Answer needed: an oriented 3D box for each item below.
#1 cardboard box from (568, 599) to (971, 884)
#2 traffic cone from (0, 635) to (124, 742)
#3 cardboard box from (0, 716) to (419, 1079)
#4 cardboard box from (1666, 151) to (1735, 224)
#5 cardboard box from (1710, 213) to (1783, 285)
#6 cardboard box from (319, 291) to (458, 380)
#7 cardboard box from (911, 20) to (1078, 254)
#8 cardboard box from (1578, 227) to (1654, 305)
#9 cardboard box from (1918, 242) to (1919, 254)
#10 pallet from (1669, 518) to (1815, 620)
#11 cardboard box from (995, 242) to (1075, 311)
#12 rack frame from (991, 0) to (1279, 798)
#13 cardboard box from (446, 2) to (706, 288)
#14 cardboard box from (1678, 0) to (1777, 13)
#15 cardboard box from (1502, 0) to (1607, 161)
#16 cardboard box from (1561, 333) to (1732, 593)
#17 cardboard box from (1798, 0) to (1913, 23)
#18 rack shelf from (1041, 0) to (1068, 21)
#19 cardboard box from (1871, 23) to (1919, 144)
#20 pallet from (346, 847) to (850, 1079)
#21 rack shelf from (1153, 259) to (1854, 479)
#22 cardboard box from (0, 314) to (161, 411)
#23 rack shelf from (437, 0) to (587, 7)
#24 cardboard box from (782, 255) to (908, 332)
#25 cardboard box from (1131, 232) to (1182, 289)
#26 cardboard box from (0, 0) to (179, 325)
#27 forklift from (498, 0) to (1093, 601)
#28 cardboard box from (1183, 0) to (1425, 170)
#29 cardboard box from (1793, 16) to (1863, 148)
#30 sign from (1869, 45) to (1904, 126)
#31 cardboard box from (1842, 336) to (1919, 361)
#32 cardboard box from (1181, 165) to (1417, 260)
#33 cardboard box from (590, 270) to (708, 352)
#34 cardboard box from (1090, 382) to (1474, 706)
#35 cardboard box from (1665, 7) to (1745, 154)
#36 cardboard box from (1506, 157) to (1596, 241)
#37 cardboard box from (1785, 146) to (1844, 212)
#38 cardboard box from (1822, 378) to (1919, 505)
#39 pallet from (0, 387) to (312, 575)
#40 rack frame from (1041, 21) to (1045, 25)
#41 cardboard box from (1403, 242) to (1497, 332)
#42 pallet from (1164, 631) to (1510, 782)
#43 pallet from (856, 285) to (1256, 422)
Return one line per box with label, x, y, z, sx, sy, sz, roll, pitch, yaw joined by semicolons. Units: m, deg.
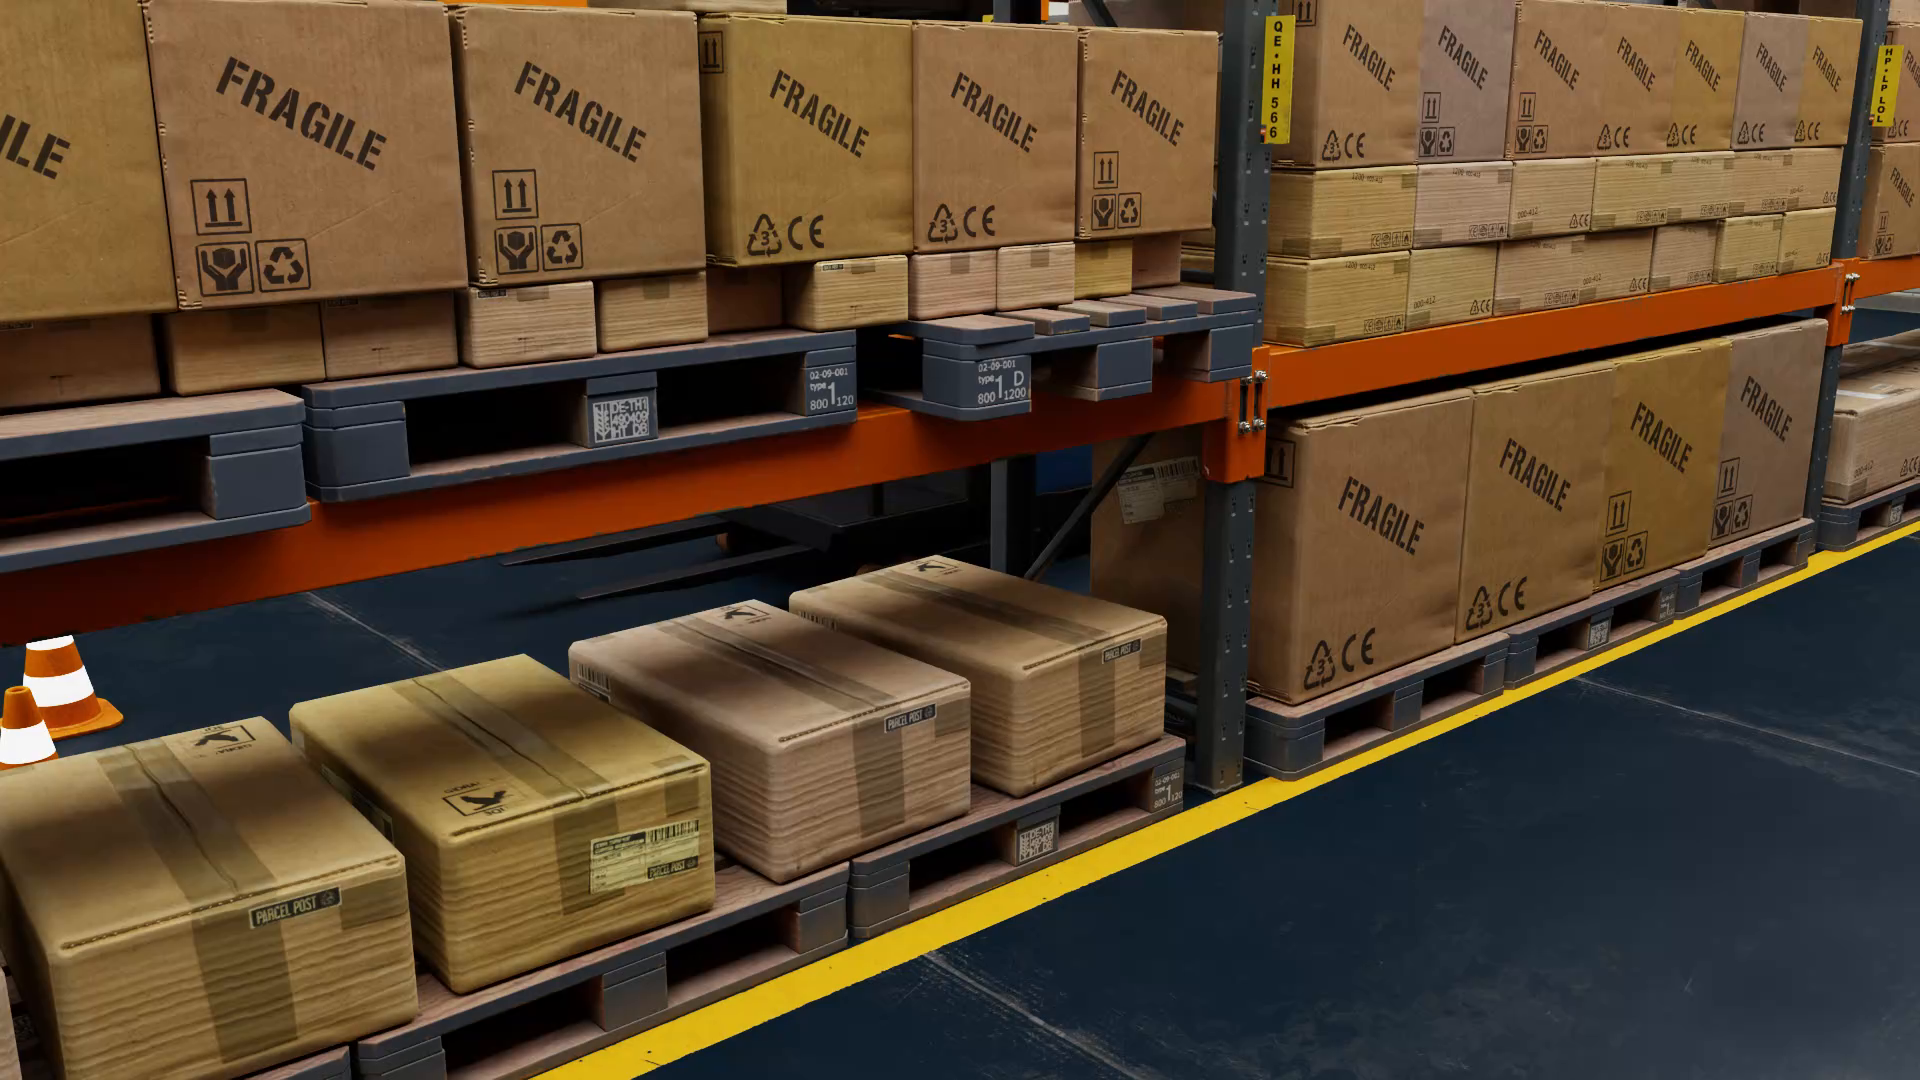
cardboard box;-0.512;0.491;4.378;0.625;0.372;0.950;-13;20;-40
traffic cone;-2.967;0.381;5.428;0.334;0.463;0.336;-13;19;-39
cardboard box;-1.611;0.736;3.459;0.625;0.372;0.950;-11;19;-36
cardboard box;2.558;-1.346;6.297;0.500;0.250;0.500;-12;19;-38
cardboard box;2.932;-1.190;6.684;0.500;0.250;0.500;-13;20;-40
cardboard box;-1.154;-0.413;3.155;0.250;0.149;0.380;-12;19;-39
cardboard box;-0.071;-0.970;3.986;0.500;0.500;0.500;-13;20;-40
cardboard box;2.152;-1.020;6.047;0.500;0.250;0.500;-13;19;-39
cardboard box;4.398;-1.635;7.865;0.500;0.500;0.500;-12;19;-39
pallet;2.957;0.019;7.270;1.213;0.211;1.003;-13;19;-39
cardboard box;0.064;-0.665;4.101;0.250;0.149;0.380;-13;20;-40
rack frame;0.472;-0.796;4.918;0.127;3.000;1.000;-13;19;-39
cardboard box;-0.864;-0.792;3.319;0.500;0.500;0.500;-14;20;-42
cardboard box;3.513;-2.433;7.656;0.250;0.149;0.380;-13;20;-40
cardboard box;1.773;-1.534;5.549;0.500;0.500;0.500;-12;19;-38
cardboard box;2.398;-0.375;6.645;0.875;0.875;0.875;-12;19;-38
cardboard box;3.898;-2.321;7.240;0.250;0.149;0.380;-13;20;-40
rack shelf;1.673;-3.861;11.972;4.000;0.370;1.077;-13;19;-39
cardboard box;4.008;-2.039;7.438;0.500;0.500;0.500;-12;19;-39
pallet;-1.038;0.889;4.013;1.213;0.211;1.003;-13;19;-39
rack shelf;1.981;-0.787;6.279;4.000;0.370;1.077;-13;19;-39
cardboard box;-1.563;-0.336;2.867;0.250;0.149;0.380;-11;19;-36
rack shelf;-4.524;-4.166;13.115;4.000;0.370;1.077;-13;19;-39
cardboard box;-0.330;-0.575;3.763;0.250;0.149;0.380;-12;19;-38
cardboard box;0.379;-0.776;4.517;0.250;0.149;0.380;-12;19;-37
cardboard box;-1.626;-0.622;2.682;0.500;0.500;0.500;-13;19;-39
forklift;-0.471;-1.308;6.968;3.031;2.935;1.130;-13;20;-40
cardboard box;1.005;-1.363;4.910;0.500;0.500;0.500;-14;20;-41
cardboard box;3.317;-1.880;6.846;0.500;0.500;0.500;-12;19;-38
sign;3.853;-1.891;6.926;0.005;0.325;0.100;-13;19;-39
cardboard box;5.390;-0.828;9.190;0.875;0.438;0.875;-12;19;-38
cardboard box;1.017;-1.003;5.014;0.500;0.250;0.500;-13;20;-40
cardboard box;-0.738;-0.498;3.476;0.250;0.149;0.380;-13;20;-41
cardboard box;1.048;-0.073;5.515;0.875;0.875;0.875;-13;20;-40
cardboard box;2.537;-1.709;6.206;0.500;0.500;0.500;-12;19;-38
cardboard box;1.791;-1.172;5.648;0.500;0.250;0.500;-13;20;-40
cardboard box;3.317;-1.521;6.953;0.500;0.250;0.500;-13;20;-39
cardboard box;4.034;-0.524;8.051;0.875;0.438;0.875;-13;20;-40
pallet;-1.873;-0.127;2.784;1.213;0.211;1.003;-13;19;-39
rack frame;0.164;-2.420;10.998;0.127;3.000;1.000;-13;19;-39
cardboard box;1.382;-0.848;5.403;0.500;0.250;0.500;-13;20;-41
pallet;1.116;0.432;5.723;1.213;0.211;1.003;-13;19;-39
pallet;0.004;-0.562;4.413;1.003;0.211;1.213;-13;19;-39
